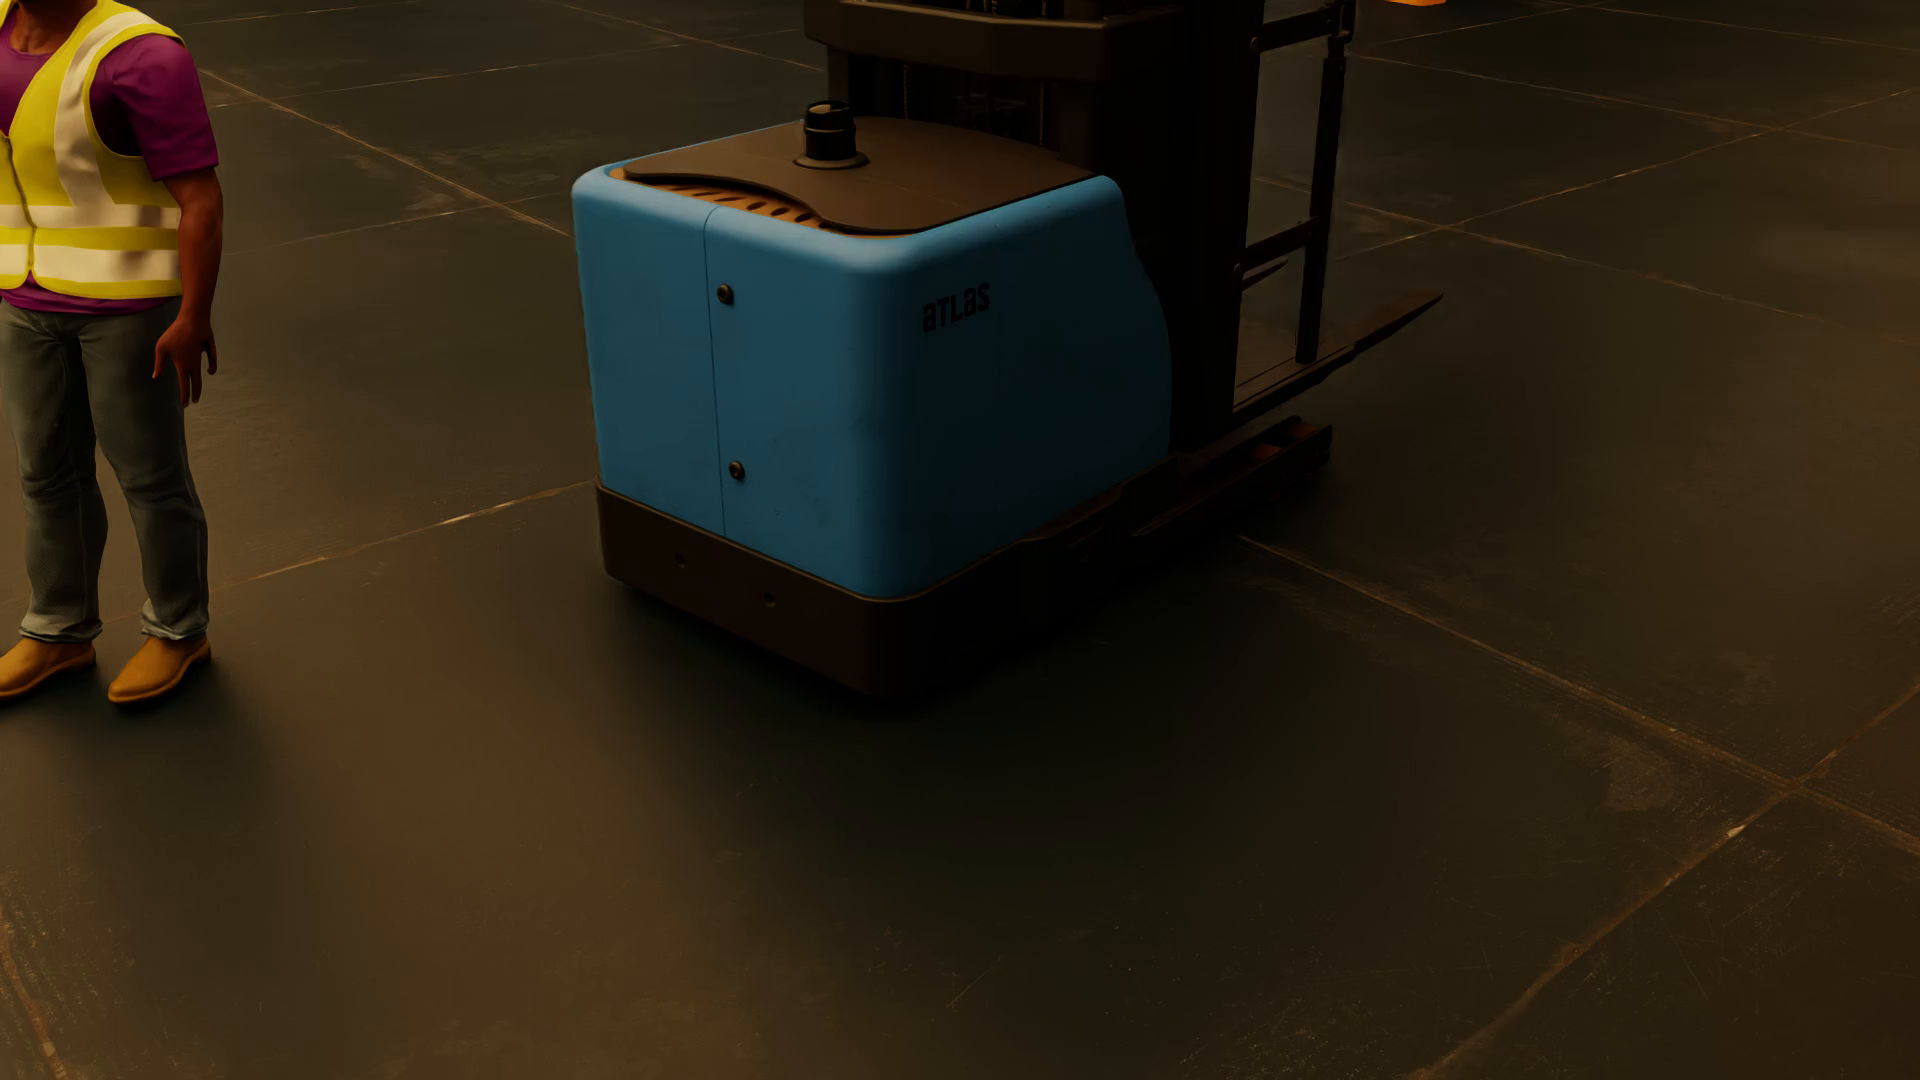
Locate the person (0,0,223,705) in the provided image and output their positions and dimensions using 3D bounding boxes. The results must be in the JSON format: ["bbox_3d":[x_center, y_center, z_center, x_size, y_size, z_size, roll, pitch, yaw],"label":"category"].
[{"bbox_3d":[-1.868,-0.484,3.474,0.667,1.766,0.575,10,28,19],"label":"person"}]

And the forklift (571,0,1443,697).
[{"bbox_3d":[0.432,-1.548,4.323,1.130,2.935,3.031,21,33,35],"label":"forklift"}]
